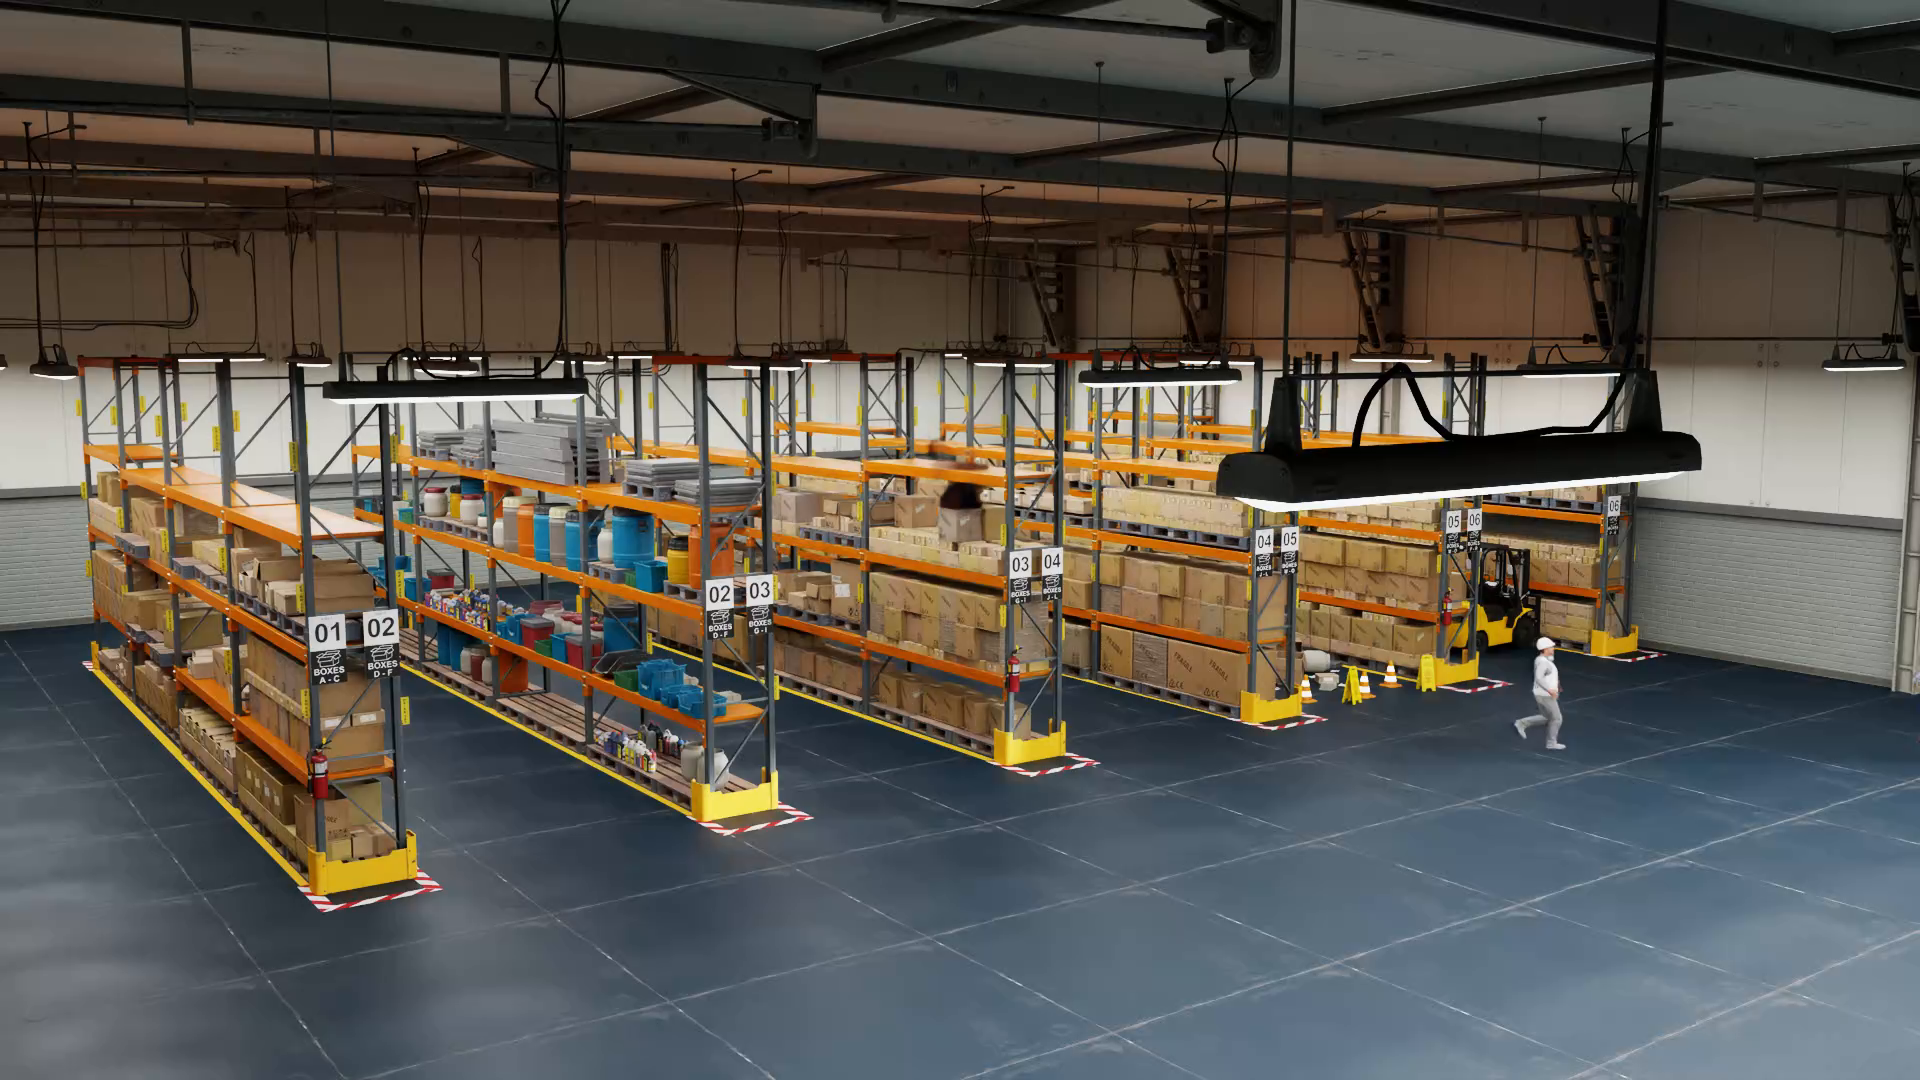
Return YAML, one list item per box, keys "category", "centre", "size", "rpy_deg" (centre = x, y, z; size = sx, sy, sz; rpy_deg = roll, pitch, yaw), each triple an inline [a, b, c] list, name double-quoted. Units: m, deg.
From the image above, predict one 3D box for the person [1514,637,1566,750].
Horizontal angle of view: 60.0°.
- category: "person"
  centre: [8.991, 2.362, 25.660]
  size: [0.736, 1.737, 0.695]
  rpy_deg: [2, 7, 15]

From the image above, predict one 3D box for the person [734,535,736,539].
- category: "person"
  centre: [-5.677, 0.673, 40.054]
  size: [0.759, 1.667, 0.697]
  rpy_deg: [-1, 7, -4]
